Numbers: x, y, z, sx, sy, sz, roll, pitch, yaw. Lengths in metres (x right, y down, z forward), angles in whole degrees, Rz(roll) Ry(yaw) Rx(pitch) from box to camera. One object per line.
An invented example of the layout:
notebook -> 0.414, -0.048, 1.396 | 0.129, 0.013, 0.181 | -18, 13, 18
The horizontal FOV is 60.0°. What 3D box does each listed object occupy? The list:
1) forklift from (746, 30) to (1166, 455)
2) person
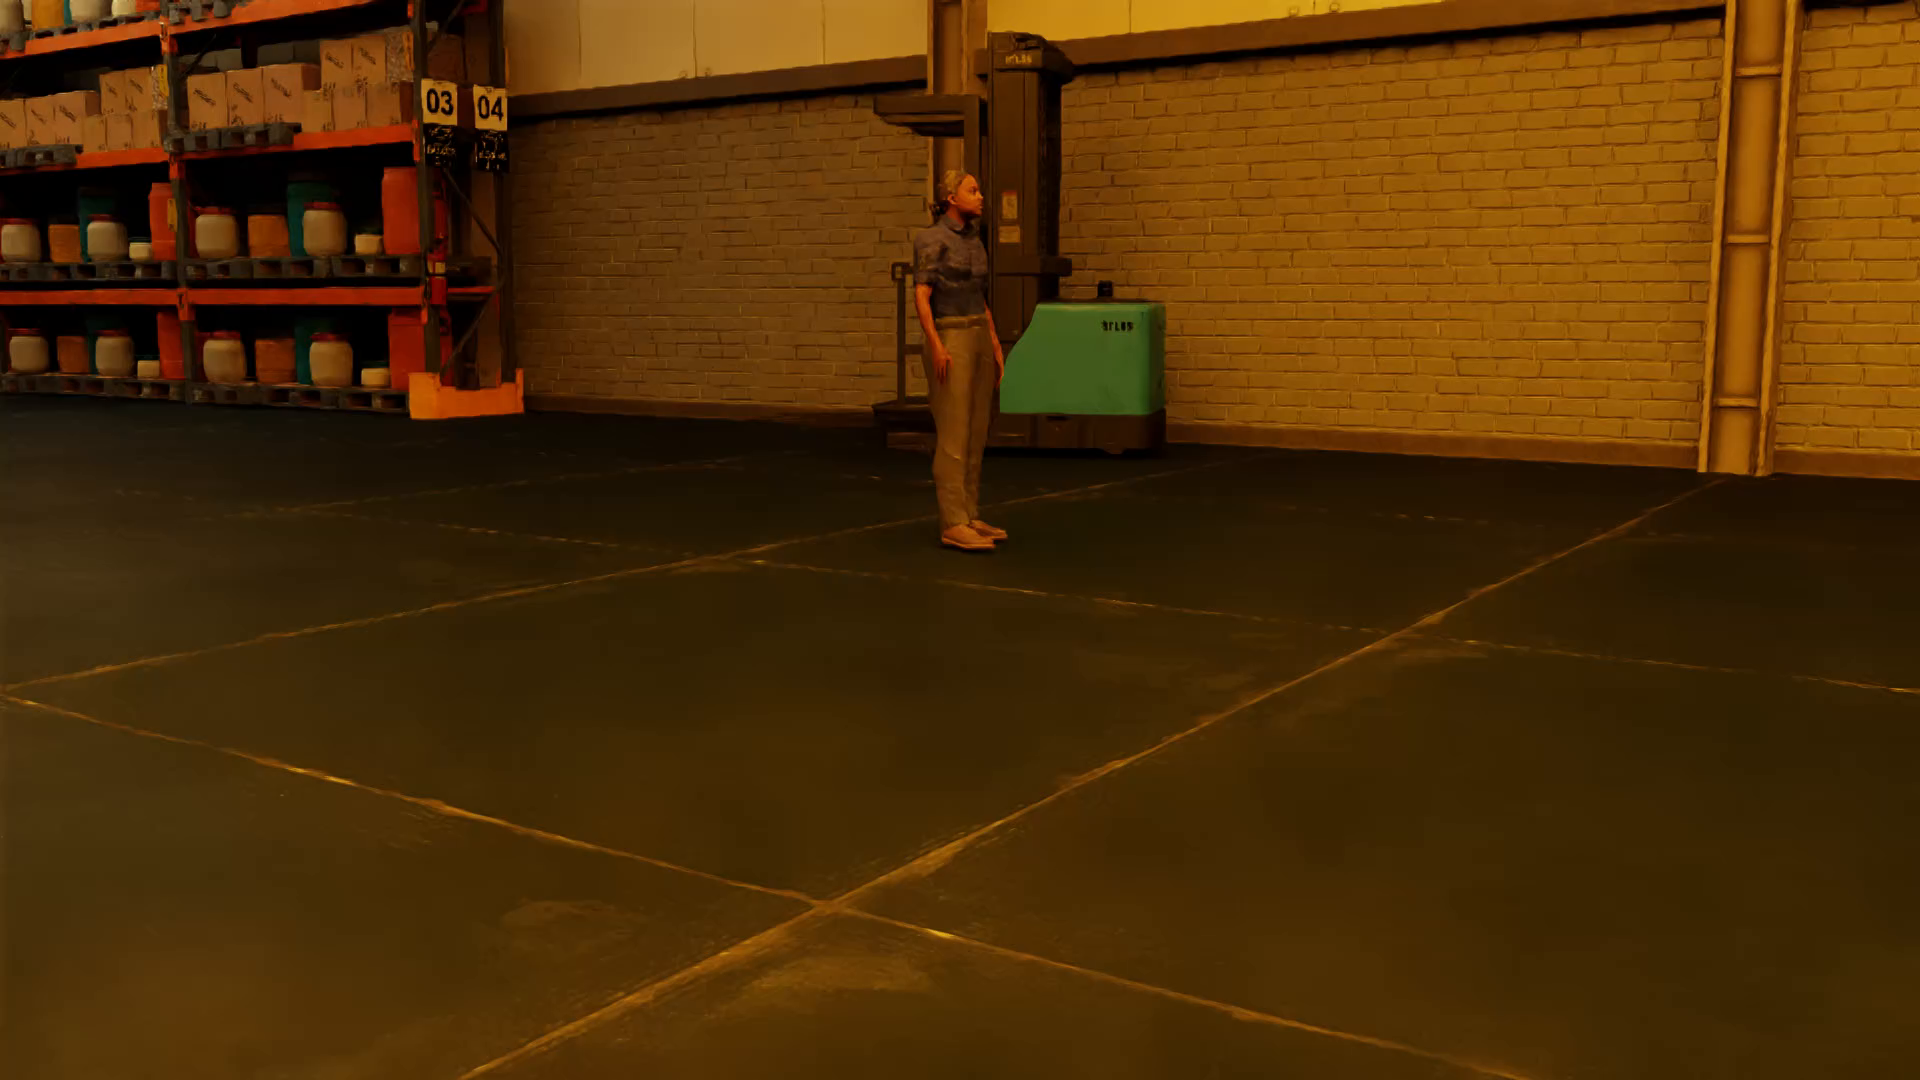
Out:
forklift -> -0.040, -2.125, 12.136 | 3.031, 2.935, 1.130 | 2, 8, 14
person -> 0.062, -0.814, 7.422 | 0.503, 1.648, 0.570 | 5, 10, 34
